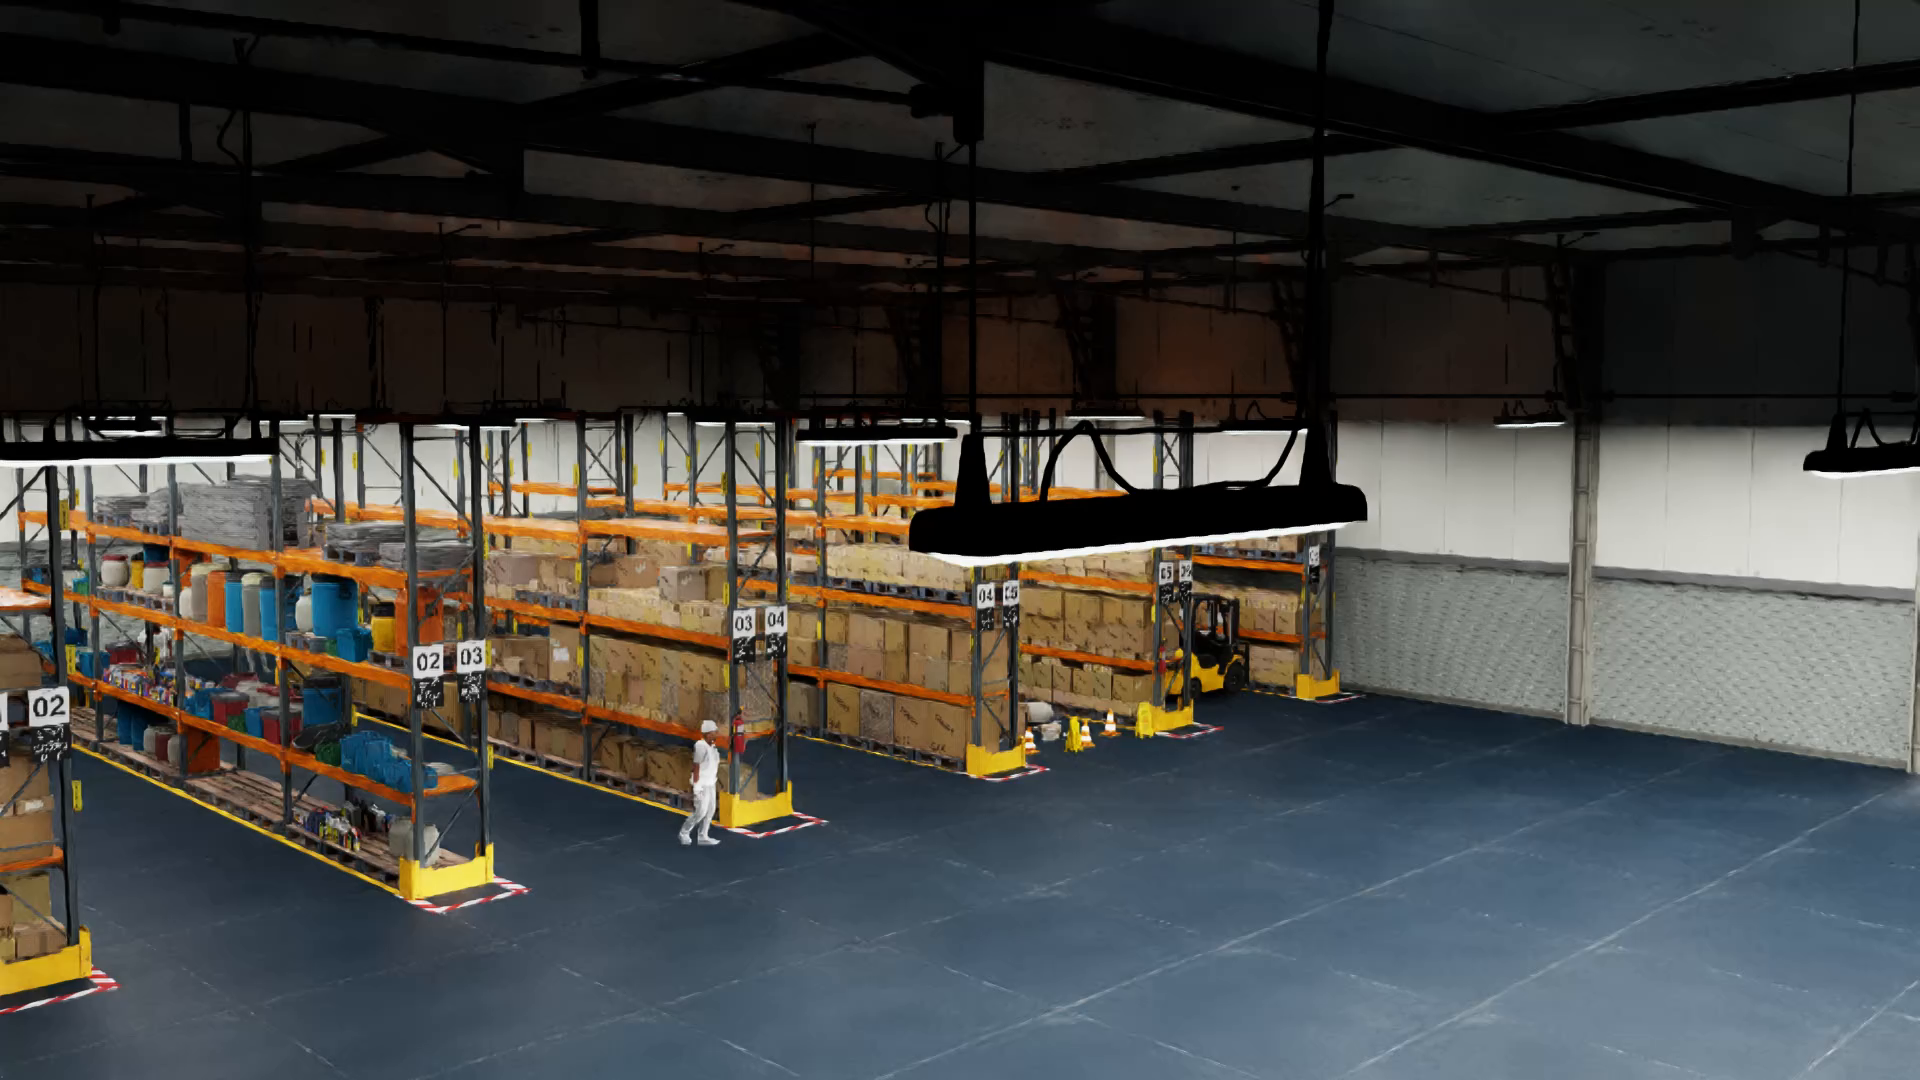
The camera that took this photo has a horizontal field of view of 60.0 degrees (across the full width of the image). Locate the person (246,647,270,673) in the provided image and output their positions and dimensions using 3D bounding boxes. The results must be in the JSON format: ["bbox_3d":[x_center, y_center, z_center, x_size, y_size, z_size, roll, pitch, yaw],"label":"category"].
[{"bbox_3d":[-16.059,2.219,37.888,0.507,1.658,0.596,1,5,13],"label":"person"}]

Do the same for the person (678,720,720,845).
[{"bbox_3d":[-3.665,3.419,23.401,0.566,1.771,0.598,1,5,11],"label":"person"}]

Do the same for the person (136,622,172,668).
[{"bbox_3d":[-16.974,2.442,35.055,0.578,1.714,0.719,5,7,43],"label":"person"}]
